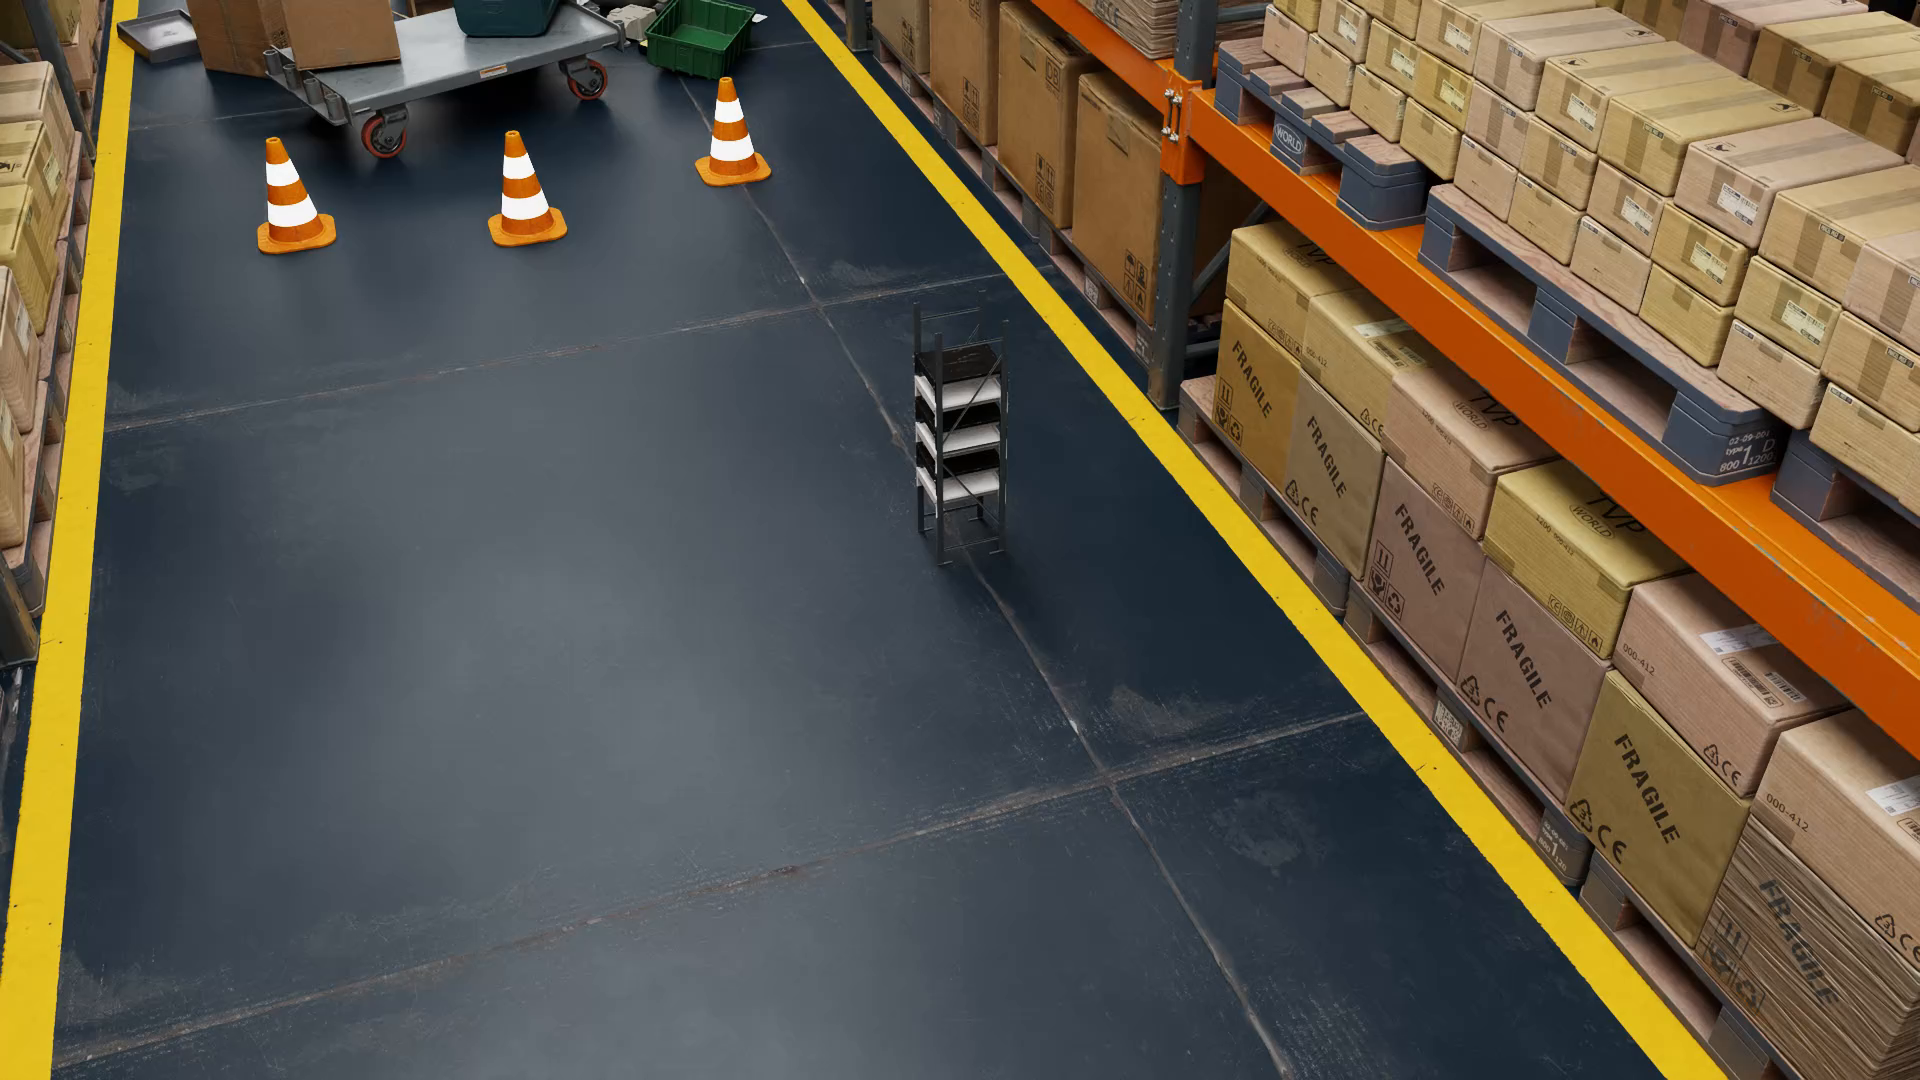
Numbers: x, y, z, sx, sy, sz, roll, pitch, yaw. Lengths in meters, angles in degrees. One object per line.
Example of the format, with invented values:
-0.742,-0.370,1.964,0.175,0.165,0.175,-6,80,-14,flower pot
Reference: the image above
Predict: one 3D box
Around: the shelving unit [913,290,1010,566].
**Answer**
0.003,-0.355,5.473,0.258,0.900,0.210,-12,39,-16,shelving unit

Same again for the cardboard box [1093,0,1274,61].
0.812,-2.063,5.913,0.500,0.500,0.500,-12,39,-16,cardboard box

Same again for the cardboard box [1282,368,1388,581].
1.399,-0.258,5.328,0.500,0.500,0.500,-12,39,-15,cardboard box

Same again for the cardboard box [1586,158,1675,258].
1.738,-0.817,3.954,0.380,0.149,0.250,-11,38,-14,cardboard box

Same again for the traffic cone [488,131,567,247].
-1.990,-1.622,7.518,0.336,0.463,0.334,-12,39,-16,traffic cone

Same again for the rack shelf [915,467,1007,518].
0.003,-0.184,5.602,0.258,0.077,0.200,-12,39,-16,rack shelf

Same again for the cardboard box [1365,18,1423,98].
1.387,-1.393,4.719,0.380,0.149,0.250,-14,39,-17,cardboard box

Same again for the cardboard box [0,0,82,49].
-4.720,-2.760,8.235,0.500,0.500,0.500,-11,38,-14,cardboard box

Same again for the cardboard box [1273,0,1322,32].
1.197,-1.696,5.121,0.380,0.149,0.250,-11,38,-14,cardboard box

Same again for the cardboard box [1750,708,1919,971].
2.102,0.598,3.568,0.500,0.250,0.500,-13,39,-17,cardboard box

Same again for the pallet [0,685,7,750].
-3.193,0.832,4.470,1.003,0.211,1.213,-12,39,-16,pallet

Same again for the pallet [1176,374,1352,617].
1.487,-0.269,5.932,1.003,0.211,1.213,-12,39,-16,pallet

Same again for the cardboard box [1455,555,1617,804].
1.756,0.319,4.562,0.500,0.500,0.500,-13,39,-17,cardboard box

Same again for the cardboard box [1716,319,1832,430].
1.912,-0.401,3.649,0.380,0.149,0.250,-14,39,-18,cardboard box

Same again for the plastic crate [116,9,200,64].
-4.541,-2.893,9.524,0.402,0.080,0.583,-27,45,-31,plastic crate

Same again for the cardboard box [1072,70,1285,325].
1.094,-1.456,6.711,1.050,0.750,0.750,-13,39,-17,cardboard box

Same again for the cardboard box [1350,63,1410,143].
1.369,-1.293,4.834,0.380,0.149,0.250,-11,38,-14,cardboard box

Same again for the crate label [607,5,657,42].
-1.892,-2.987,9.601,0.250,0.136,0.298,19,41,23,crate label

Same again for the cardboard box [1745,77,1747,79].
2.172,-1.245,4.522,0.380,0.149,0.250,-13,39,-16,cardboard box

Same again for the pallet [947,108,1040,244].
0.602,-1.860,8.044,1.003,0.211,1.213,-12,39,-16,pallet

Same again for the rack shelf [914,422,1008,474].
0.003,-0.328,5.493,0.258,0.077,0.200,-12,39,-16,rack shelf

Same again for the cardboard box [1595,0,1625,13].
1.993,-1.657,4.822,0.380,0.149,0.250,-11,38,-15,cardboard box

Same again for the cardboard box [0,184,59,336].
-4.096,-1.027,6.455,0.950,0.372,0.625,-11,38,-14,cardboard box

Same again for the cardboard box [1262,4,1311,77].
1.184,-1.597,5.237,0.380,0.149,0.250,-13,39,-17,cardboard box

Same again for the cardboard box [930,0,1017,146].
0.469,-2.476,8.064,1.050,0.750,0.750,-12,39,-16,cardboard box

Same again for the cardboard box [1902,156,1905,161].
2.352,-0.952,4.133,0.380,0.149,0.250,-13,39,-17,cardboard box

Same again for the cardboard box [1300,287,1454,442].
1.404,-0.567,5.115,0.500,0.250,0.500,-13,39,-16,cardboard box

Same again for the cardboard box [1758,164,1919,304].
1.922,-0.642,3.475,0.380,0.149,0.250,-14,39,-17,cardboard box

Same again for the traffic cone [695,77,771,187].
-1.114,-2.001,8.021,0.336,0.463,0.334,-12,39,-16,traffic cone

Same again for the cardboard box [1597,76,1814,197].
1.732,-0.945,3.876,0.380,0.149,0.250,-13,39,-17,cardboard box

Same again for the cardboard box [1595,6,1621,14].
2.003,-1.527,4.897,0.380,0.149,0.250,-12,39,-15,cardboard box

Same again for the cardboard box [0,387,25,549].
-3.579,-0.182,5.334,0.950,0.372,0.625,-15,40,-19,cardboard box

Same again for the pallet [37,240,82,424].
-4.077,-0.759,6.582,1.003,0.211,1.213,-12,39,-16,pallet

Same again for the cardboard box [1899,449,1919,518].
2.099,-0.103,3.254,0.380,0.149,0.250,-13,39,-16,cardboard box

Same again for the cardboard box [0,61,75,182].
-4.588,-1.825,7.514,0.950,0.372,0.625,-12,39,-15,cardboard box

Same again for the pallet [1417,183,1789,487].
1.939,-0.638,4.264,1.003,0.211,1.213,-12,39,-16,pallet

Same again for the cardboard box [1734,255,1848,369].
1.912,-0.525,3.567,0.380,0.149,0.250,-14,39,-18,cardboard box

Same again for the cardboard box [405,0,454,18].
-2.836,-3.324,9.632,0.797,0.637,0.503,-12,39,-16,cardboard box

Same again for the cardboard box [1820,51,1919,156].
2.350,-1.069,4.042,0.380,0.149,0.250,-11,38,-15,cardboard box

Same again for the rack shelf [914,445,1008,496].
0.003,-0.256,5.547,0.258,0.077,0.200,-12,39,-16,rack shelf

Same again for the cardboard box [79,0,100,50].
-4.914,-2.760,8.858,0.500,0.250,0.500,-10,38,-13,cardboard box

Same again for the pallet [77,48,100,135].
-5.035,-2.260,8.576,1.003,0.211,1.213,-12,39,-16,pallet

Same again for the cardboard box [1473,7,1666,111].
1.557,-1.235,4.262,0.380,0.149,0.250,-11,38,-14,cardboard box

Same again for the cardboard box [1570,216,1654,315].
1.730,-0.702,4.048,0.380,0.149,0.250,-14,39,-17,cardboard box

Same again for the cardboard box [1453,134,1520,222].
1.557,-0.991,4.433,0.380,0.149,0.250,-11,38,-14,cardboard box

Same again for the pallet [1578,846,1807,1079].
2.326,1.109,4.102,1.003,0.211,1.213,-12,39,-16,pallet

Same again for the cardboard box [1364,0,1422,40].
1.371,-1.538,4.664,0.380,0.149,0.250,-13,39,-16,cardboard box

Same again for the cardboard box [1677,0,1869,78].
2.165,-1.370,4.441,0.380,0.149,0.250,-12,39,-16,cardboard box

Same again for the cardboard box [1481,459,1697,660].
1.742,0.009,4.350,0.500,0.250,0.500,-14,39,-18,cardboard box

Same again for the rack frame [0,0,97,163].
-4.770,-3.002,7.243,1.000,3.000,0.127,-12,39,-16,rack frame

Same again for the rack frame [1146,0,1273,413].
1.219,-1.825,5.679,1.000,3.000,0.127,-12,39,-16,rack frame

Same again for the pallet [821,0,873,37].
-0.346,-3.416,10.110,1.003,0.211,1.213,-12,39,-16,pallet

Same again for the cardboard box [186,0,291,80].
-3.861,-2.892,9.172,0.500,0.500,0.500,12,39,16,cardboard box

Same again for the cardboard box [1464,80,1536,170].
1.559,-1.110,4.343,0.380,0.149,0.250,-12,39,-16,cardboard box

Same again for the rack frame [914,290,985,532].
-0.032,-0.412,5.549,0.240,0.900,0.006,-12,39,-16,rack frame

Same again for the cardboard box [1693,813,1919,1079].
2.104,0.900,3.791,0.500,0.500,0.500,-13,39,-17,cardboard box

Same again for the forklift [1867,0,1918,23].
3.177,-1.574,5.404,1.130,2.935,3.031,-10,38,-12,forklift

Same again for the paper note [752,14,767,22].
-1.239,-3.091,9.827,0.142,0.020,0.147,19,41,23,paper note

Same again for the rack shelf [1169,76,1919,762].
1.907,-0.407,4.396,1.077,0.370,4.000,-12,39,-16,rack shelf

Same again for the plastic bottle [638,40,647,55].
-1.670,-2.754,9.355,0.283,0.061,0.133,27,44,31,plastic bottle
